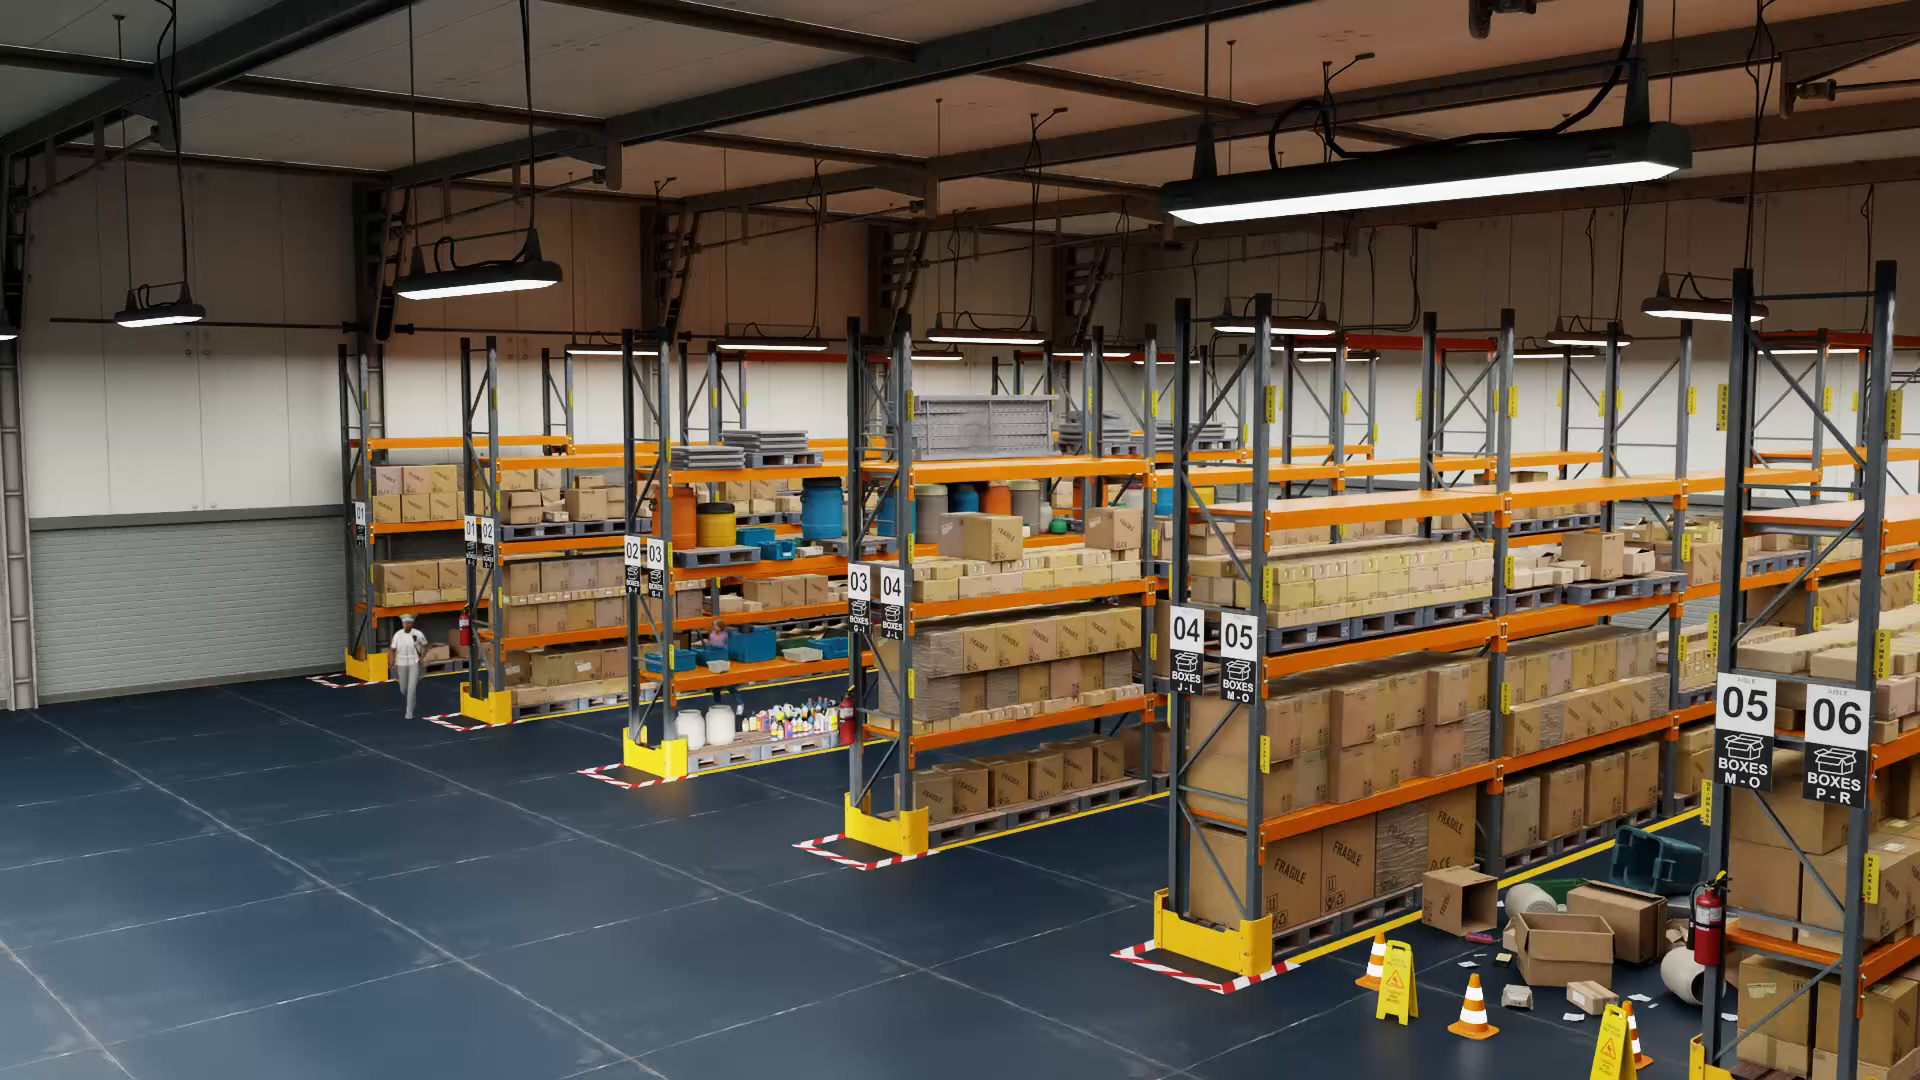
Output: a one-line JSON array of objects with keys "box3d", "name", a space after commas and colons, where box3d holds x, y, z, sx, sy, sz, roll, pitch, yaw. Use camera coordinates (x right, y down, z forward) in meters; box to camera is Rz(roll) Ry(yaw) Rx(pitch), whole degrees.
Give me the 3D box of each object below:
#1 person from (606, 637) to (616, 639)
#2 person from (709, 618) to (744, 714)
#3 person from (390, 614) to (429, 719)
[{"box3d": [-6.307, 1.589, 30.524, 0.697, 1.714, 0.767, 3, 6, 27], "name": "person"}, {"box3d": [-3.761, 2.023, 26.173, 0.607, 1.613, 0.777, 2, 6, 25], "name": "person"}, {"box3d": [-8.776, 1.980, 26.499, 0.564, 1.663, 0.723, -1, 5, -8], "name": "person"}]
